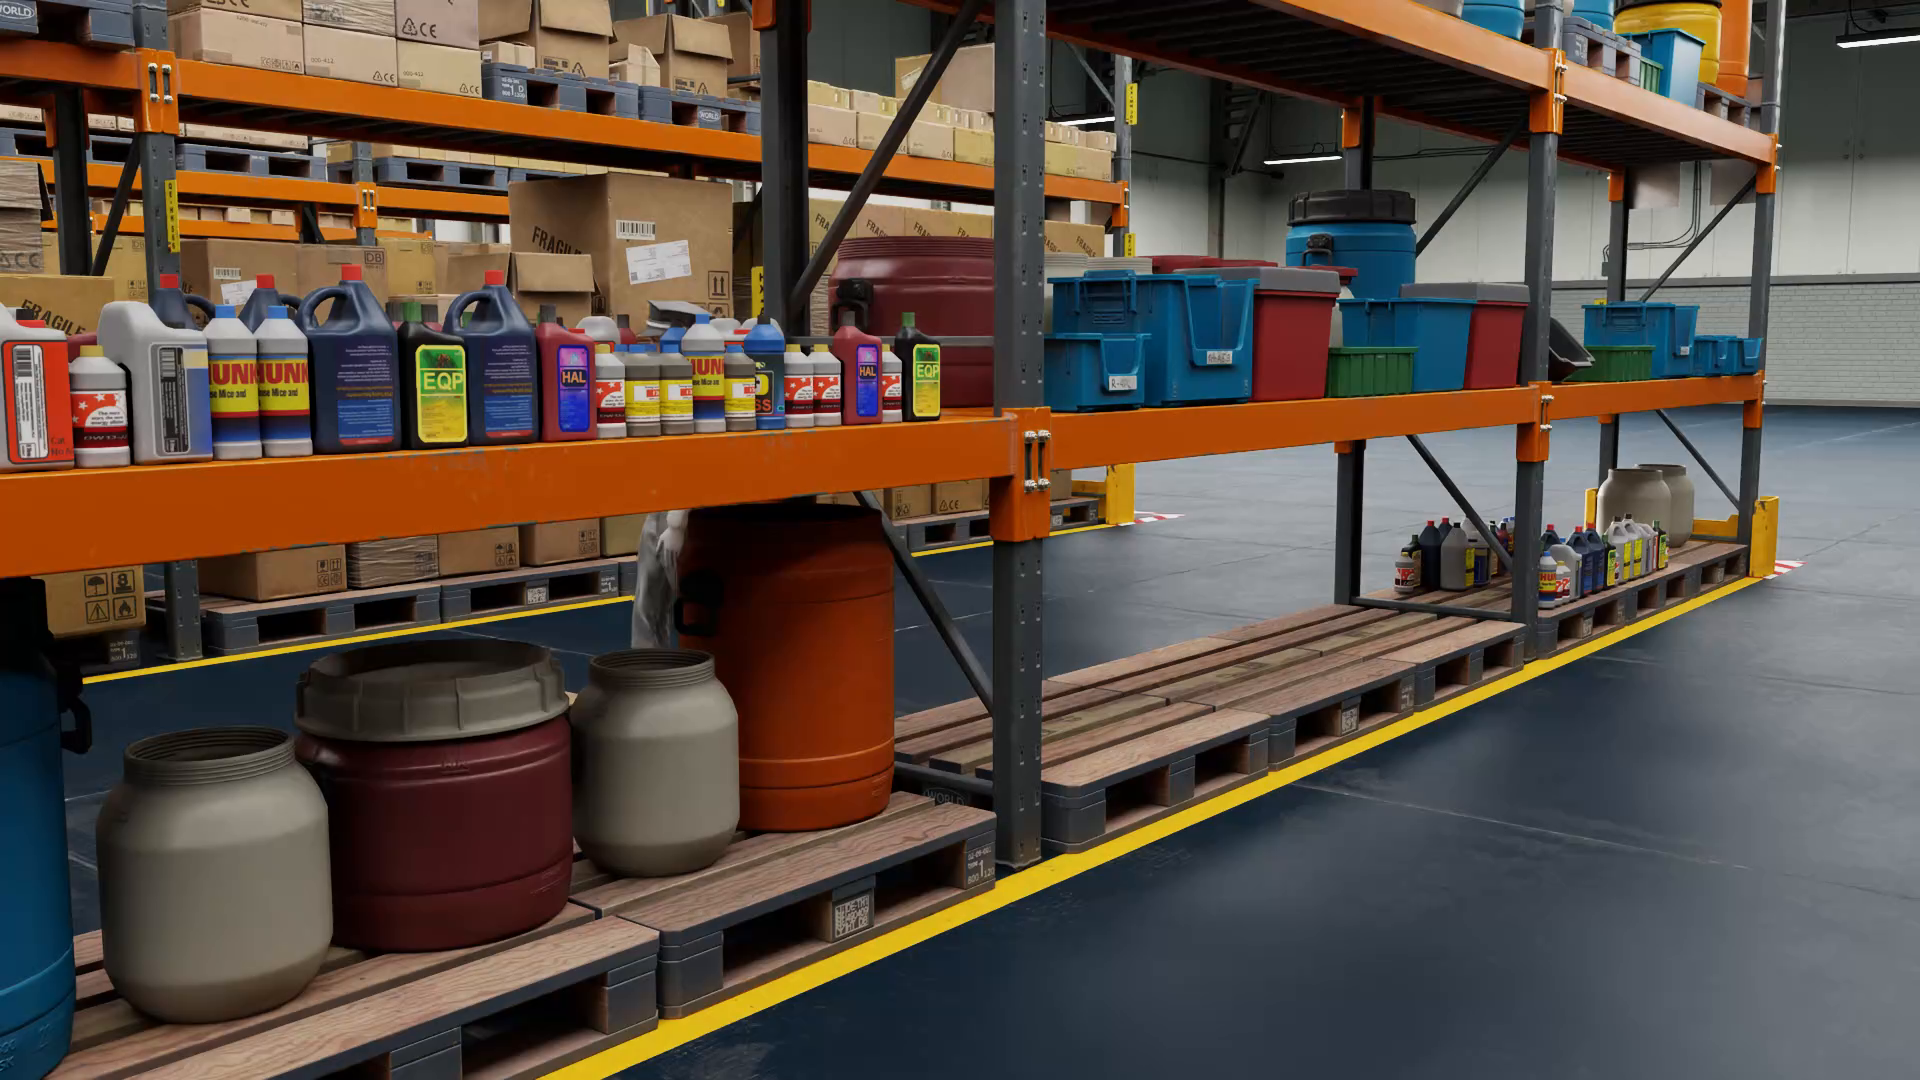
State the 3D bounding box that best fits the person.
[{"bbox_3d":[-1.125,-0.076,6.314,0.671,1.655,0.499,-2,7,-14],"label":"person"}]
